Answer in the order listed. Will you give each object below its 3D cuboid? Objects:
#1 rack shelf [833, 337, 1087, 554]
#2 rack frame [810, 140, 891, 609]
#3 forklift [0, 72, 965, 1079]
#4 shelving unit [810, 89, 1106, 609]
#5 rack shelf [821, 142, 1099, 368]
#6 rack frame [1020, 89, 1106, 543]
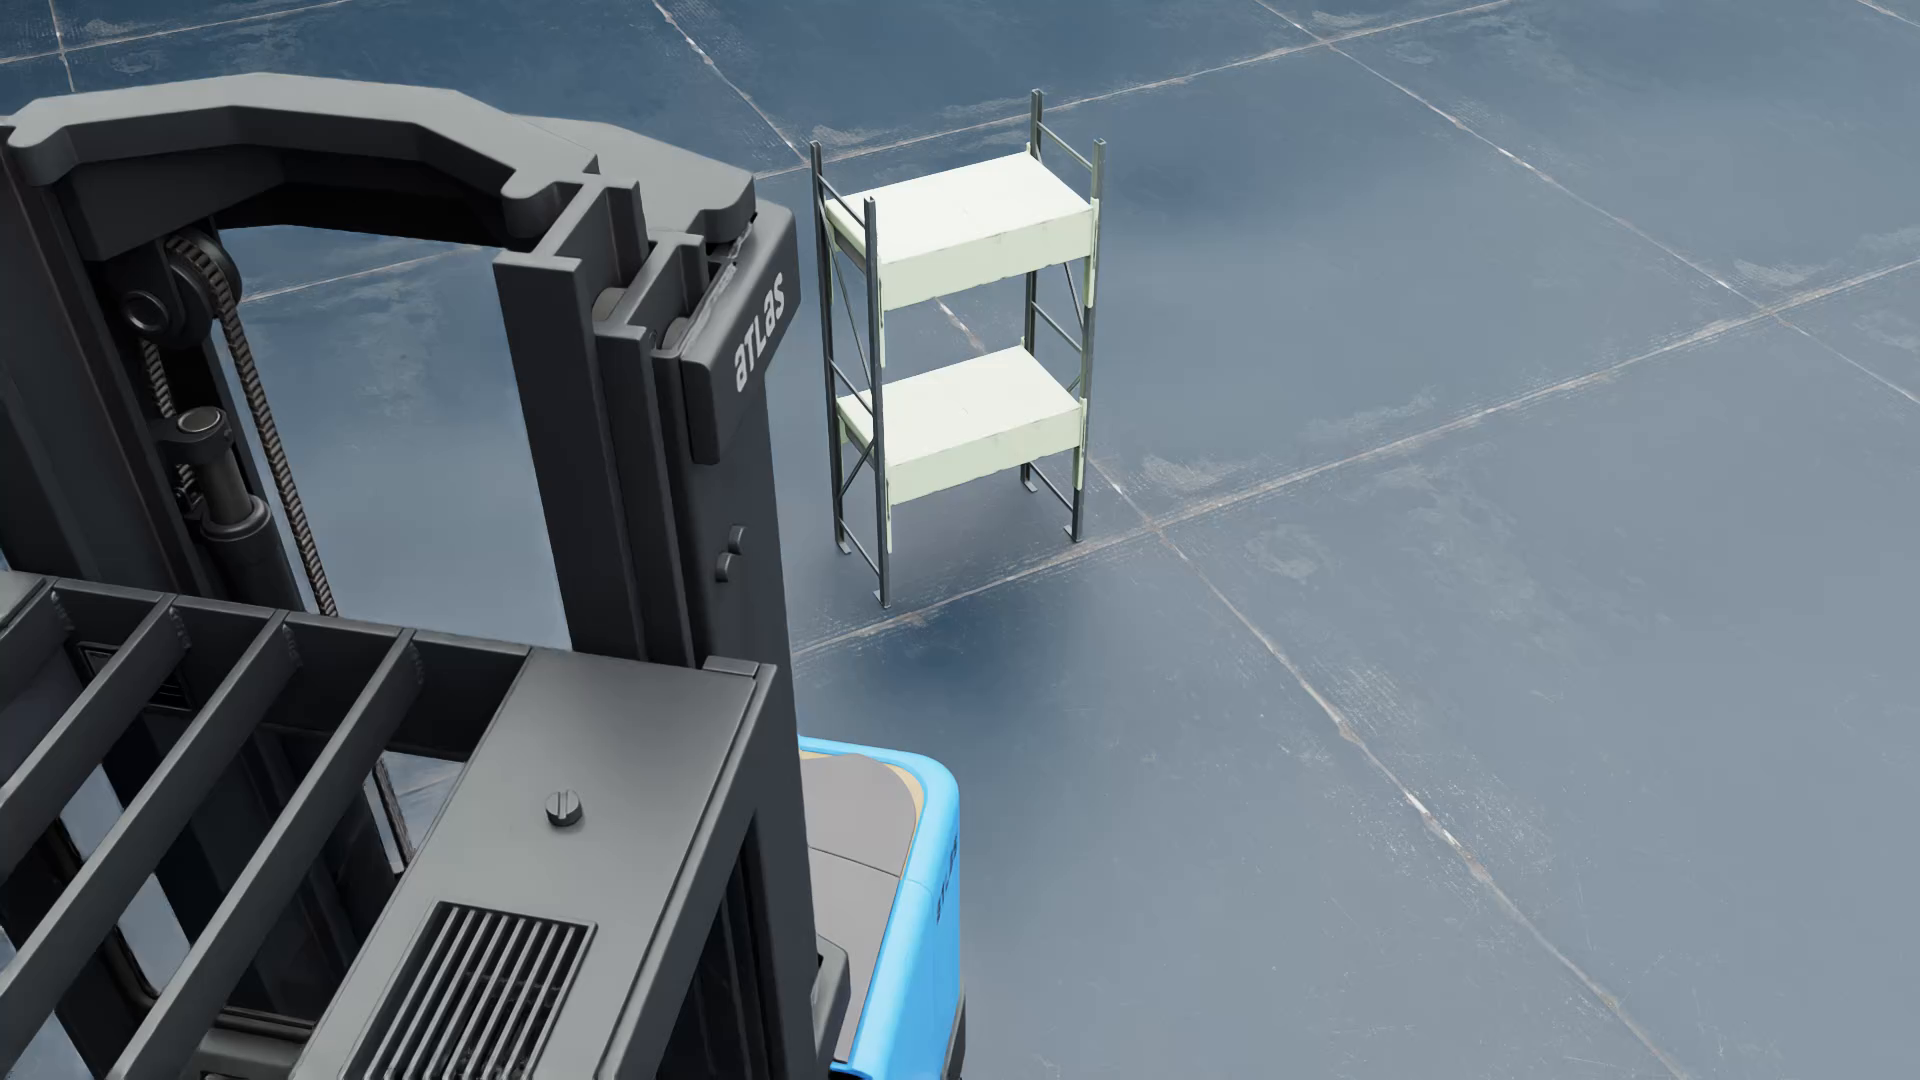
[{"bbox_3d":[-0.006,-0.322,5.474,0.720,0.370,0.431,-19,44,-21],"label":"rack shelf"},{"bbox_3d":[-0.331,-0.461,5.134,0.023,1.500,0.400,-19,44,-21],"label":"rack frame"},{"bbox_3d":[-0.781,1.039,2.254,1.130,2.935,3.031,7,41,9],"label":"forklift"},{"bbox_3d":[-0.006,-0.570,5.263,0.755,1.500,0.431,-19,44,-21],"label":"shelving unit"},{"bbox_3d":[-0.006,-0.868,5.011,0.720,0.370,0.431,-19,44,-21],"label":"rack shelf"},{"bbox_3d":[0.319,-0.680,5.392,0.023,1.500,0.400,-19,44,-21],"label":"rack frame"}]
